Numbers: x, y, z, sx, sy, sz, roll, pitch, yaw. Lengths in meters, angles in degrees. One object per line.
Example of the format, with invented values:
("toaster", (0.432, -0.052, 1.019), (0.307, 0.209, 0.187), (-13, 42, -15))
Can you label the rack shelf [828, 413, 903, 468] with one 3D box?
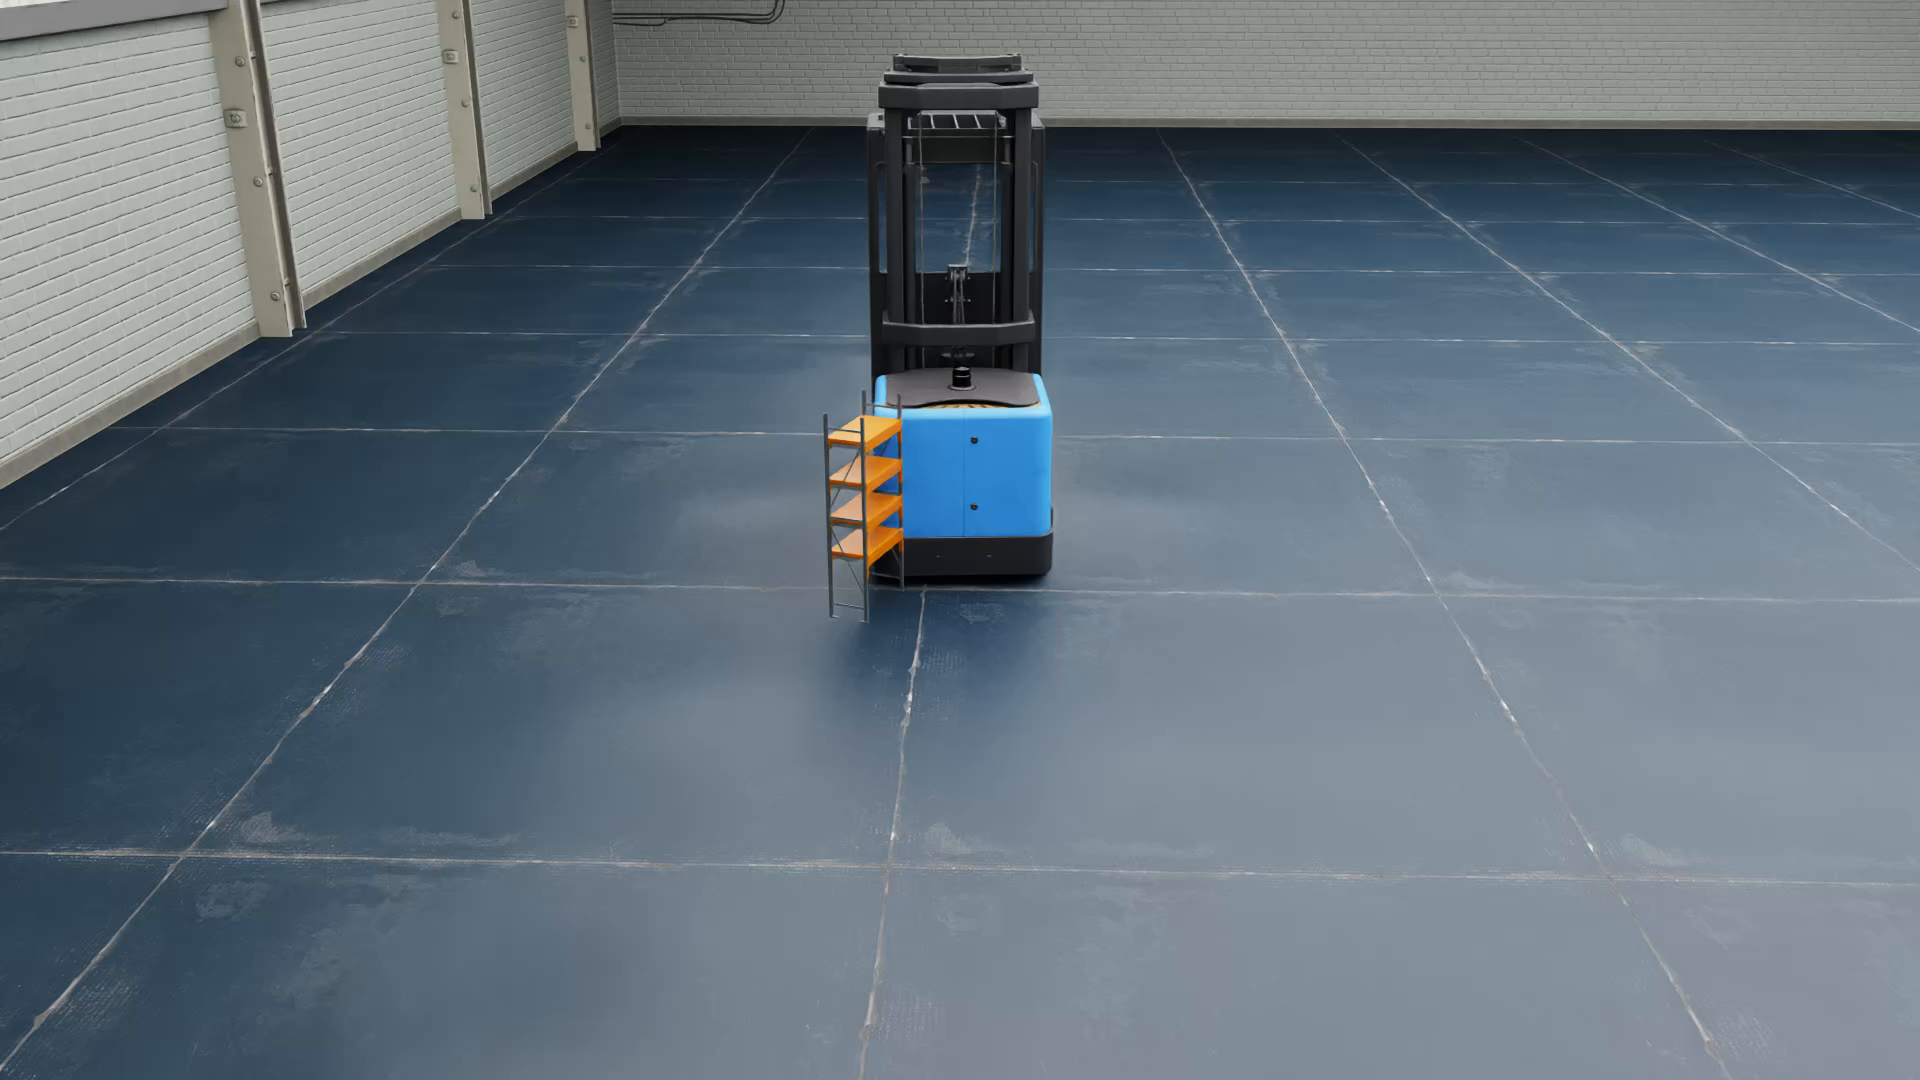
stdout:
("rack shelf", (-0.533, -0.558, 9.221), (0.258, 0.148, 0.480), (8, 23, 21))

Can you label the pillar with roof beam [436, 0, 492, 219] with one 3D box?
("pillar with roof beam", (-1.852, -8.266, 19.392), (9.100, 9.000, 0.400), (1, 21, 2))

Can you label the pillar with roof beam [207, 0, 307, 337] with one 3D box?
("pillar with roof beam", (-2.035, -6.096, 13.801), (9.100, 9.000, 0.400), (1, 21, 2))

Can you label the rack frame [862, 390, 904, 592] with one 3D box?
("rack frame", (-0.441, -0.273, 9.574), (0.240, 1.200, 0.015), (8, 23, 21))

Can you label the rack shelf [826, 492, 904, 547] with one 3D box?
("rack shelf", (-0.533, -0.128, 9.387), (0.258, 0.148, 0.480), (8, 23, 21))

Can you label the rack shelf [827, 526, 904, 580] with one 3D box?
("rack shelf", (-0.533, 0.057, 9.459), (0.258, 0.148, 0.480), (8, 23, 21))

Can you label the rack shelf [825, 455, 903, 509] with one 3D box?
("rack shelf", (-0.533, -0.337, 9.306), (0.258, 0.148, 0.480), (8, 23, 21))

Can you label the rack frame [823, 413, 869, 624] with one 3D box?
("rack frame", (-0.625, -0.109, 9.152), (0.240, 1.200, 0.015), (8, 23, 21))

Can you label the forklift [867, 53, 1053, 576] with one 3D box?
("forklift", (-0.035, -1.638, 10.699), (1.130, 2.935, 3.031), (-1, 21, -2))

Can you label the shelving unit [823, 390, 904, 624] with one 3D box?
("shelving unit", (-0.533, -0.191, 9.363), (0.258, 1.200, 0.503), (8, 23, 21))

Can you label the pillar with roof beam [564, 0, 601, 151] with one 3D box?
("pillar with roof beam", (-1.670, -10.435, 24.983), (9.100, 9.000, 0.400), (1, 21, 2))

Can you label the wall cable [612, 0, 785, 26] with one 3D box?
("wall cable", (-4.562, -10.085, 28.374), (3.097, 2.526, 0.112), (1, 21, 2))
